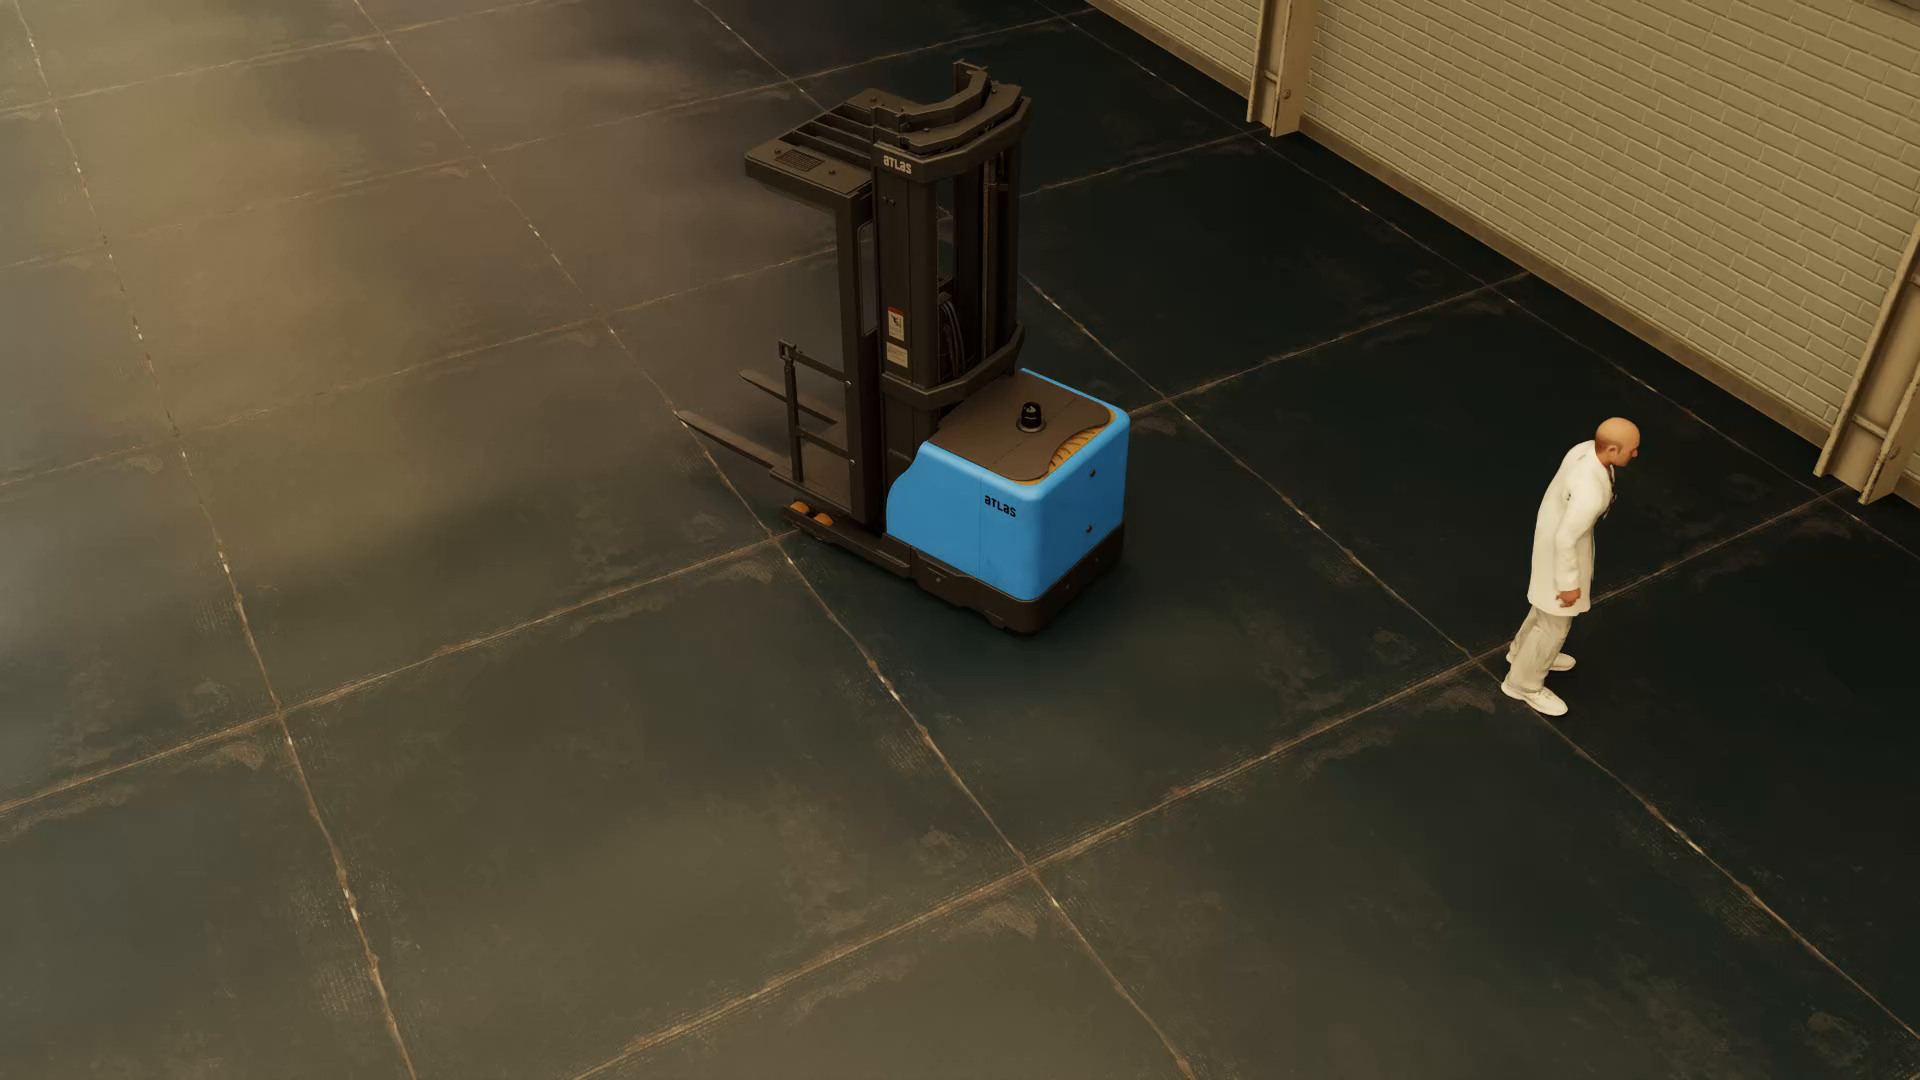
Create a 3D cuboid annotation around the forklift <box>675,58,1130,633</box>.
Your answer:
[{"bbox_3d":[-0.481,-1.366,9.683,3.031,2.935,1.130,26,46,28],"label":"forklift"}]

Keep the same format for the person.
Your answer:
[{"bbox_3d":[3.236,0.093,8.830,0.416,1.774,0.636,14,42,17],"label":"person"}]
